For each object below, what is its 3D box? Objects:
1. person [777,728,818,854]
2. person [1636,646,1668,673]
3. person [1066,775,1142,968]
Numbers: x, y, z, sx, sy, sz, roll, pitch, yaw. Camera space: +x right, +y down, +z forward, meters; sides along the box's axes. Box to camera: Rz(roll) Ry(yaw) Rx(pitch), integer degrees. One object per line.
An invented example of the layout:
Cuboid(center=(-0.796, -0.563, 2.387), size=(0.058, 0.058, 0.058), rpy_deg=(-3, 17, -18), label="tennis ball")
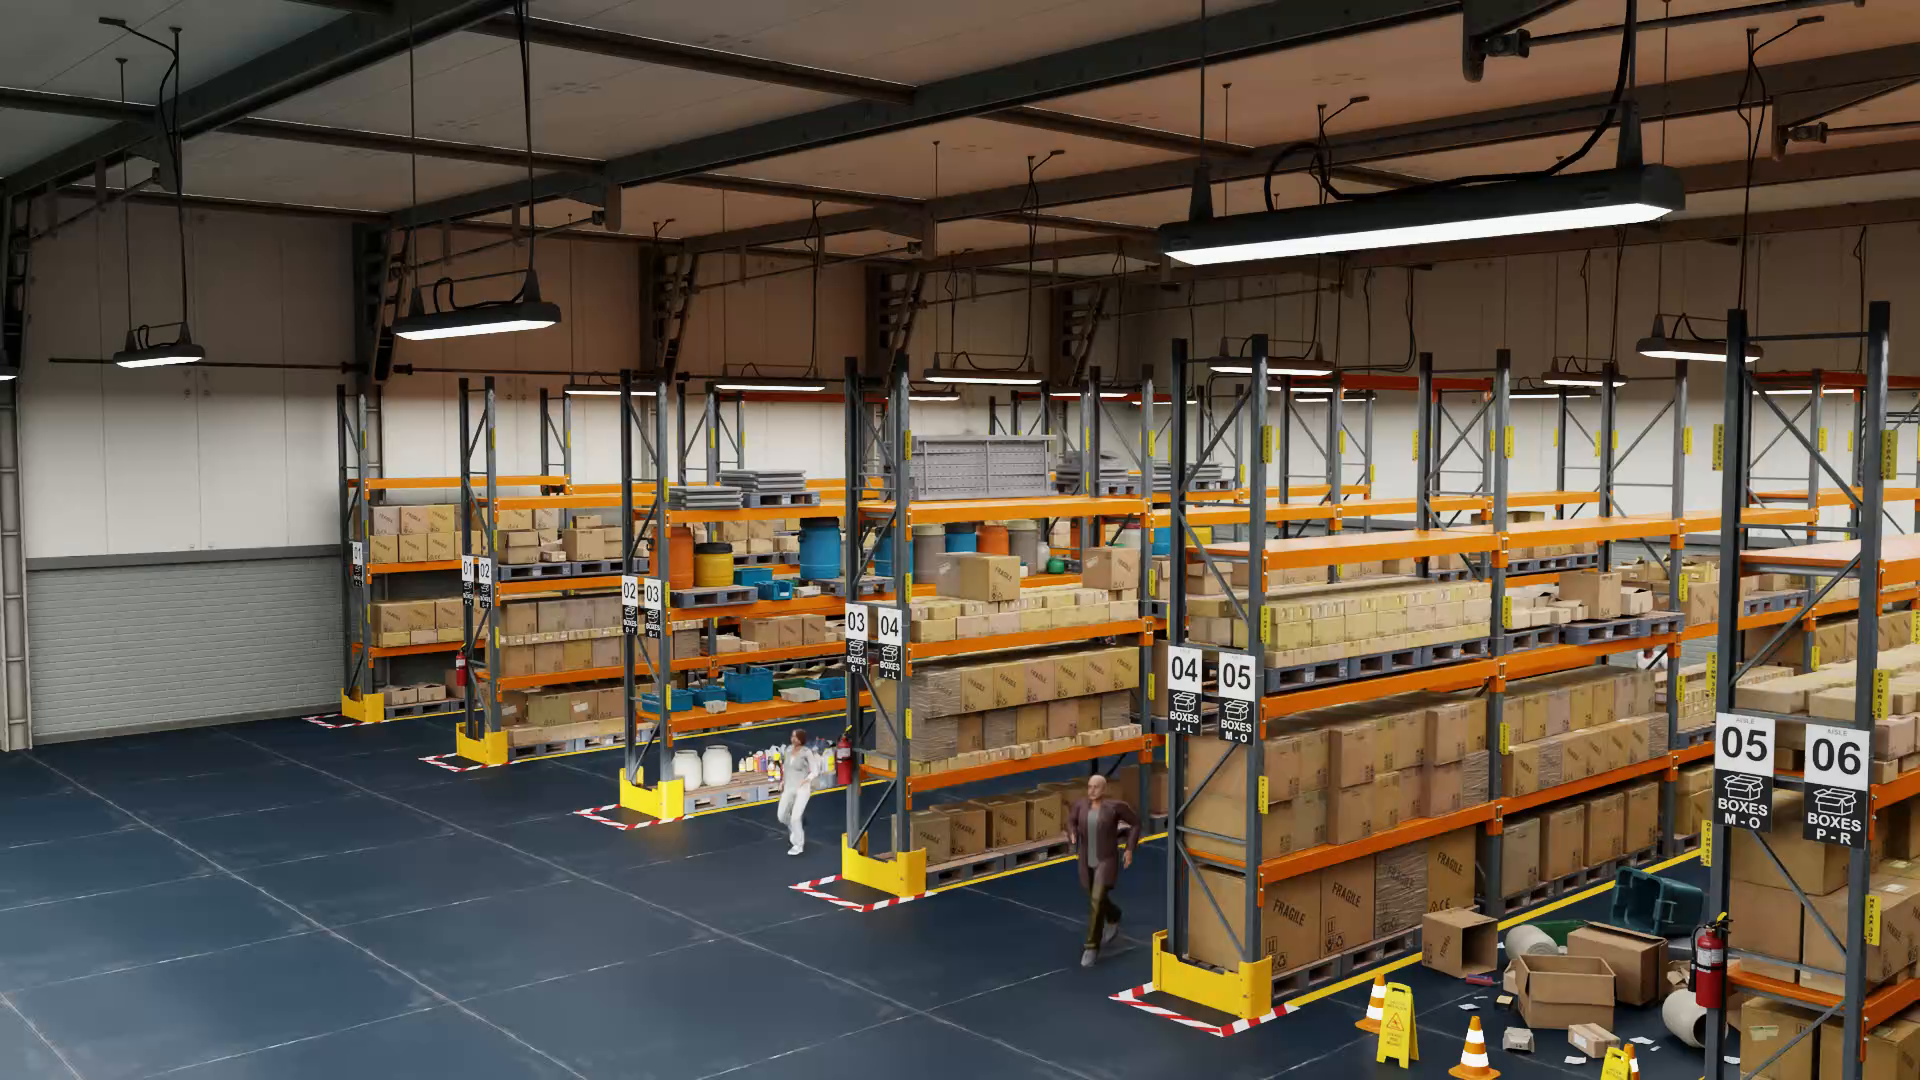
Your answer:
Cuboid(center=(-1.992, 3.062, 20.283), size=(0.536, 1.550, 0.542), rpy_deg=(2, 4, 26), label="person")
Cuboid(center=(11.544, 2.484, 27.737), size=(0.680, 1.783, 0.799), rpy_deg=(4, 5, 43), label="person")
Cuboid(center=(1.380, 3.202, 16.435), size=(0.741, 1.801, 1.022), rpy_deg=(3, 5, 34), label="person")
